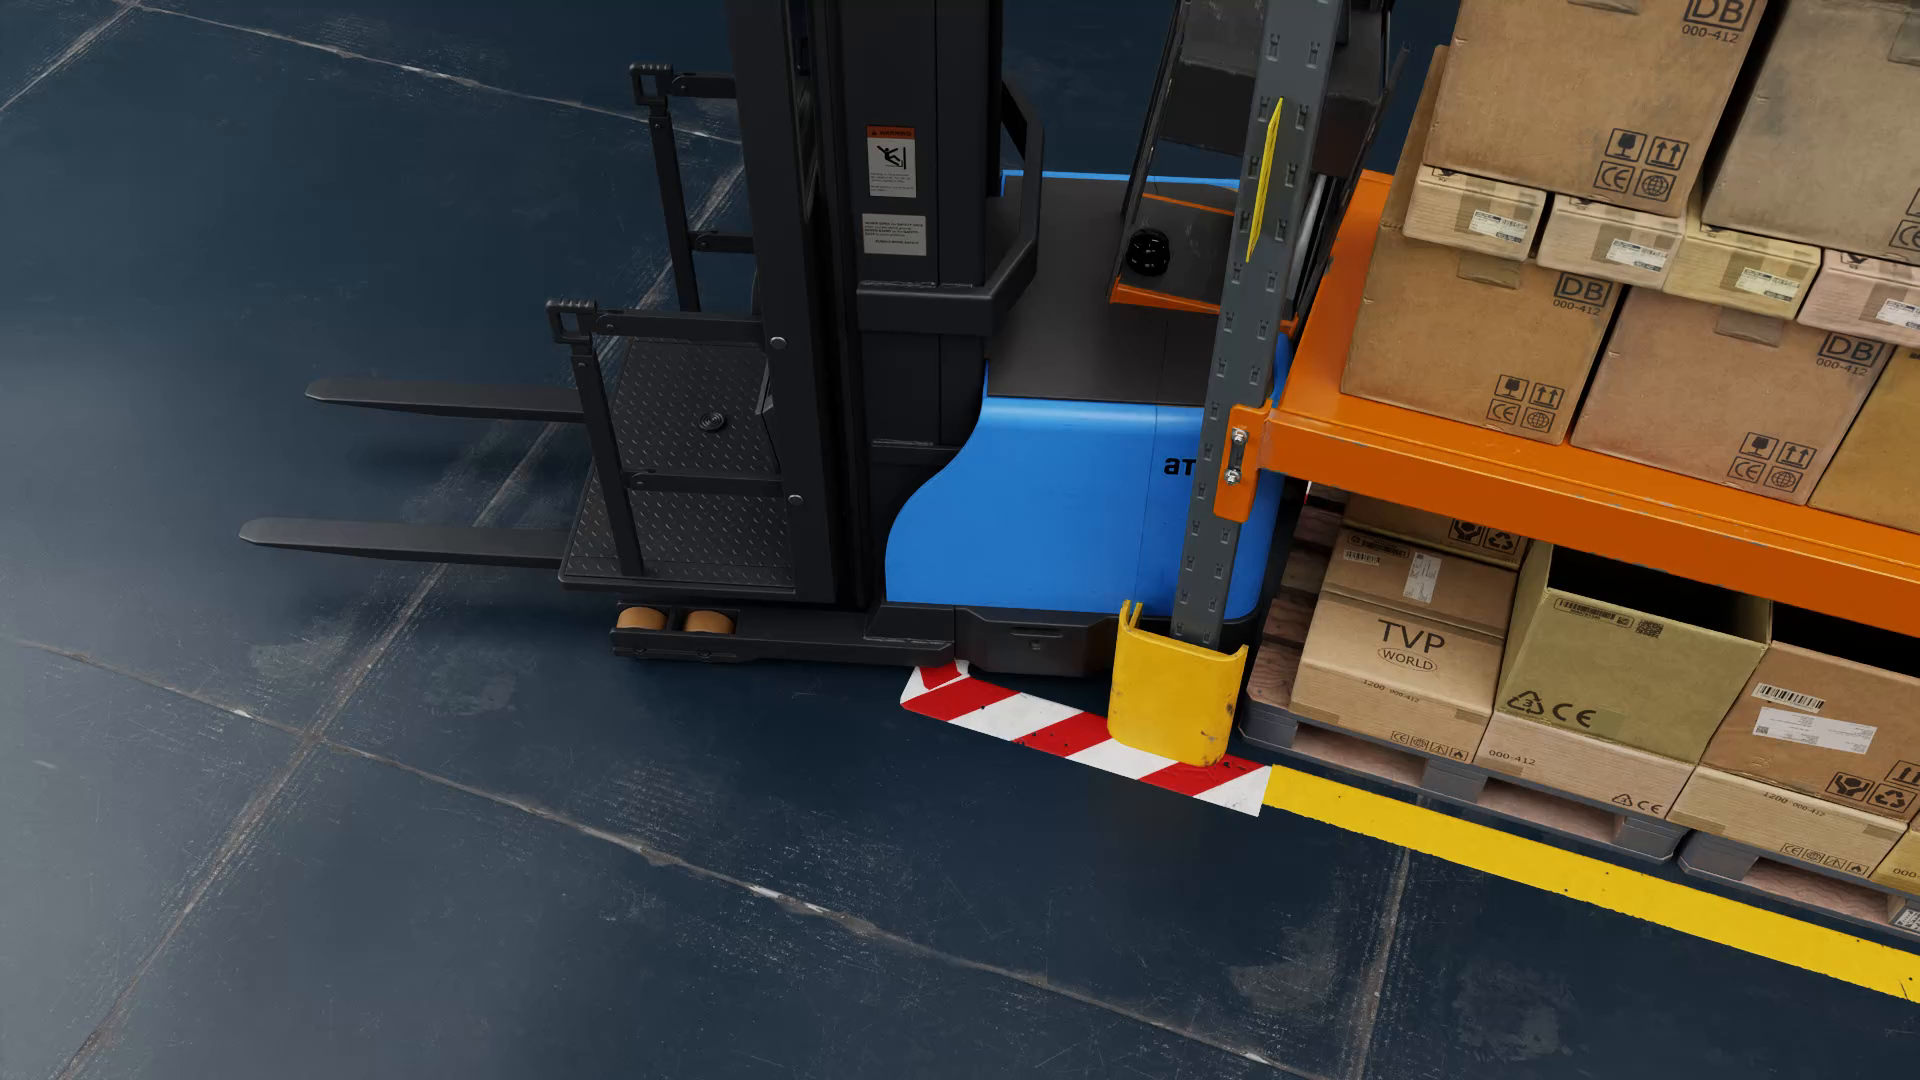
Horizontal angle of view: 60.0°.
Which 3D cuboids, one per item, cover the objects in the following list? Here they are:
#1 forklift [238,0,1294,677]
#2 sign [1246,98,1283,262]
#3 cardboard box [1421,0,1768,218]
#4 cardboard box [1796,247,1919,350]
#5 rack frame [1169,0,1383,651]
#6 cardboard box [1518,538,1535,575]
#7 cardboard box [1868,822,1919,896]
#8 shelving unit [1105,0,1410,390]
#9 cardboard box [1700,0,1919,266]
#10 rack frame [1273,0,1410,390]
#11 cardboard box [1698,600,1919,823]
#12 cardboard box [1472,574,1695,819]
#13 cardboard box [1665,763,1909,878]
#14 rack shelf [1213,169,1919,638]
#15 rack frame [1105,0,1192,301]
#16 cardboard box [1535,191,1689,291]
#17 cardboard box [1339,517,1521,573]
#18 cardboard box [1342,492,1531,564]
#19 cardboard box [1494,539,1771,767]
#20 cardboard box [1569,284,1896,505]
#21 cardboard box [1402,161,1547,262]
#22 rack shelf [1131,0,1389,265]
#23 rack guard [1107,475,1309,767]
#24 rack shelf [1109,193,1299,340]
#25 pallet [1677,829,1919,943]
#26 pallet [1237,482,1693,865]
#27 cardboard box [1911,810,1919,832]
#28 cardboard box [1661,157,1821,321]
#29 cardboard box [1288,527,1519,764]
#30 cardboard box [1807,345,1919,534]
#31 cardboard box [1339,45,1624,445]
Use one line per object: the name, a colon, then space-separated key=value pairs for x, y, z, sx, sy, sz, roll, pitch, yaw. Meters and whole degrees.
forklift: x=-0.623 y=-0.993 z=4.171 sx=3.031 sy=2.935 sz=1.130 roll=3 pitch=49 yaw=3
sign: x=0.593 y=-0.698 z=3.245 sx=0.005 sy=0.325 sz=0.100 roll=16 pitch=51 yaw=13
cardboard box: x=1.274 y=-1.093 z=3.287 sx=0.500 sy=0.500 sz=0.700 roll=16 pitch=51 yaw=13
cardboard box: x=1.802 y=-0.569 z=3.263 sx=0.250 sy=0.149 sz=0.380 roll=15 pitch=51 yaw=13
rack frame: x=0.791 y=-0.780 z=3.941 sx=0.127 sy=3.000 sz=1.000 roll=16 pitch=51 yaw=13
cardboard box: x=1.870 y=0.036 z=4.775 sx=0.500 sy=0.250 sz=0.500 roll=16 pitch=51 yaw=13
cardboard box: x=2.623 y=0.675 z=4.222 sx=0.500 sy=0.250 sz=0.500 roll=16 pitch=51 yaw=13
shelving unit: x=0.638 y=-0.622 z=4.569 sx=0.503 sy=2.100 sz=0.431 roll=12 pitch=51 yaw=1
cardboard box: x=1.769 y=-0.959 z=3.171 sx=0.500 sy=0.500 sz=0.700 roll=14 pitch=51 yaw=12
rack frame: x=0.877 y=-0.570 z=4.566 sx=0.015 sy=2.100 sz=0.400 roll=12 pitch=51 yaw=1
cardboard box: x=2.160 y=0.287 z=4.062 sx=0.500 sy=0.500 sz=0.500 roll=16 pitch=51 yaw=13
cardboard box: x=1.687 y=0.409 z=4.452 sx=0.500 sy=0.250 sz=0.500 roll=16 pitch=51 yaw=13
cardboard box: x=2.156 y=0.541 z=4.338 sx=0.500 sy=0.250 sz=0.500 roll=16 pitch=51 yaw=13
rack shelf: x=2.667 y=-0.021 z=3.759 sx=4.000 sy=0.370 sz=1.077 roll=16 pitch=51 yaw=13
rack frame: x=0.400 y=-0.675 z=4.572 sx=0.015 sy=2.100 sz=0.400 roll=12 pitch=51 yaw=1
cardboard box: x=1.333 y=-0.703 z=3.379 sx=0.250 sy=0.149 sz=0.380 roll=14 pitch=51 yaw=12
cardboard box: x=1.396 y=-0.086 z=4.881 sx=0.500 sy=0.250 sz=0.500 roll=16 pitch=51 yaw=13
cardboard box: x=1.397 y=-0.333 z=4.599 sx=0.500 sy=0.500 sz=0.500 roll=16 pitch=51 yaw=13
cardboard box: x=1.687 y=0.165 z=4.168 sx=0.500 sy=0.500 sz=0.500 roll=16 pitch=51 yaw=13
cardboard box: x=1.719 y=-0.548 z=3.673 sx=0.500 sy=0.500 sz=0.700 roll=17 pitch=51 yaw=14
cardboard box: x=1.084 y=-0.770 z=3.437 sx=0.250 sy=0.149 sz=0.380 roll=15 pitch=51 yaw=13
rack shelf: x=0.725 y=-1.046 z=4.036 sx=0.480 sy=0.518 sz=0.431 roll=12 pitch=51 yaw=1
rack guard: x=0.768 y=0.032 z=4.891 sx=0.348 sy=0.500 sz=1.175 roll=16 pitch=51 yaw=13
rack shelf: x=0.637 y=-0.614 z=4.580 sx=0.480 sy=0.518 sz=0.431 roll=12 pitch=51 yaw=1
pallet: x=2.663 y=0.624 z=4.569 sx=1.213 sy=0.211 sz=1.003 roll=16 pitch=51 yaw=13
pallet: x=1.523 y=0.304 z=4.847 sx=1.213 sy=0.211 sz=1.003 roll=16 pitch=51 yaw=13
cardboard box: x=2.623 y=0.430 z=3.938 sx=0.500 sy=0.500 sz=0.500 roll=16 pitch=51 yaw=13
cardboard box: x=1.566 y=-0.636 z=3.321 sx=0.250 sy=0.149 sz=0.380 roll=16 pitch=51 yaw=13
cardboard box: x=1.217 y=0.281 z=4.563 sx=0.500 sy=0.250 sz=0.500 roll=16 pitch=51 yaw=13
cardboard box: x=2.182 y=-0.413 z=3.557 sx=0.500 sy=0.500 sz=0.700 roll=16 pitch=51 yaw=13
cardboard box: x=1.224 y=-0.682 z=3.790 sx=0.500 sy=0.500 sz=0.700 roll=16 pitch=51 yaw=13
